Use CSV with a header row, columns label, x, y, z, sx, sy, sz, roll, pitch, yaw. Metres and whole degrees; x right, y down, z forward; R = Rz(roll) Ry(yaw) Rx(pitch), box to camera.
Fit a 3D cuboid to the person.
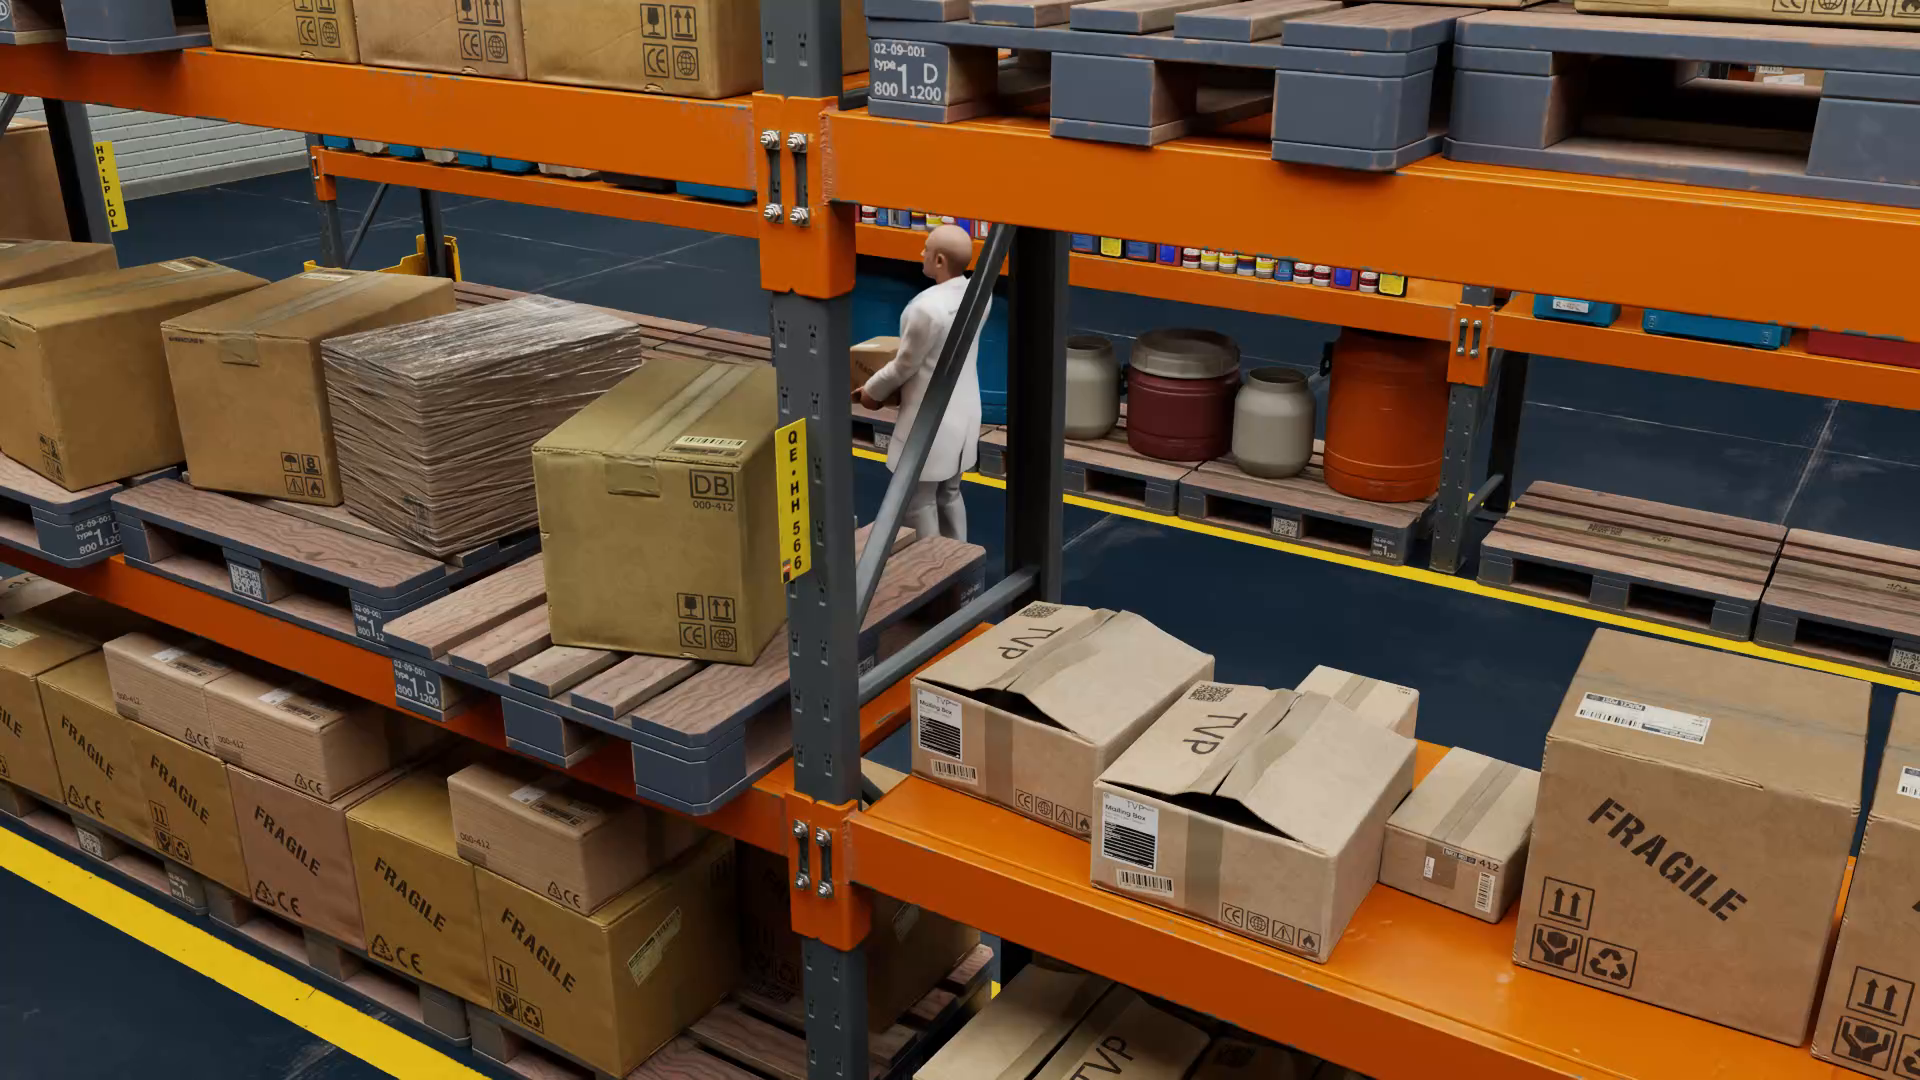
label,x,y,z,sx,sy,sz,roll,pitch,yaw
person,-0.181,-0.550,7.430,0.563,1.771,0.528,14,27,30
